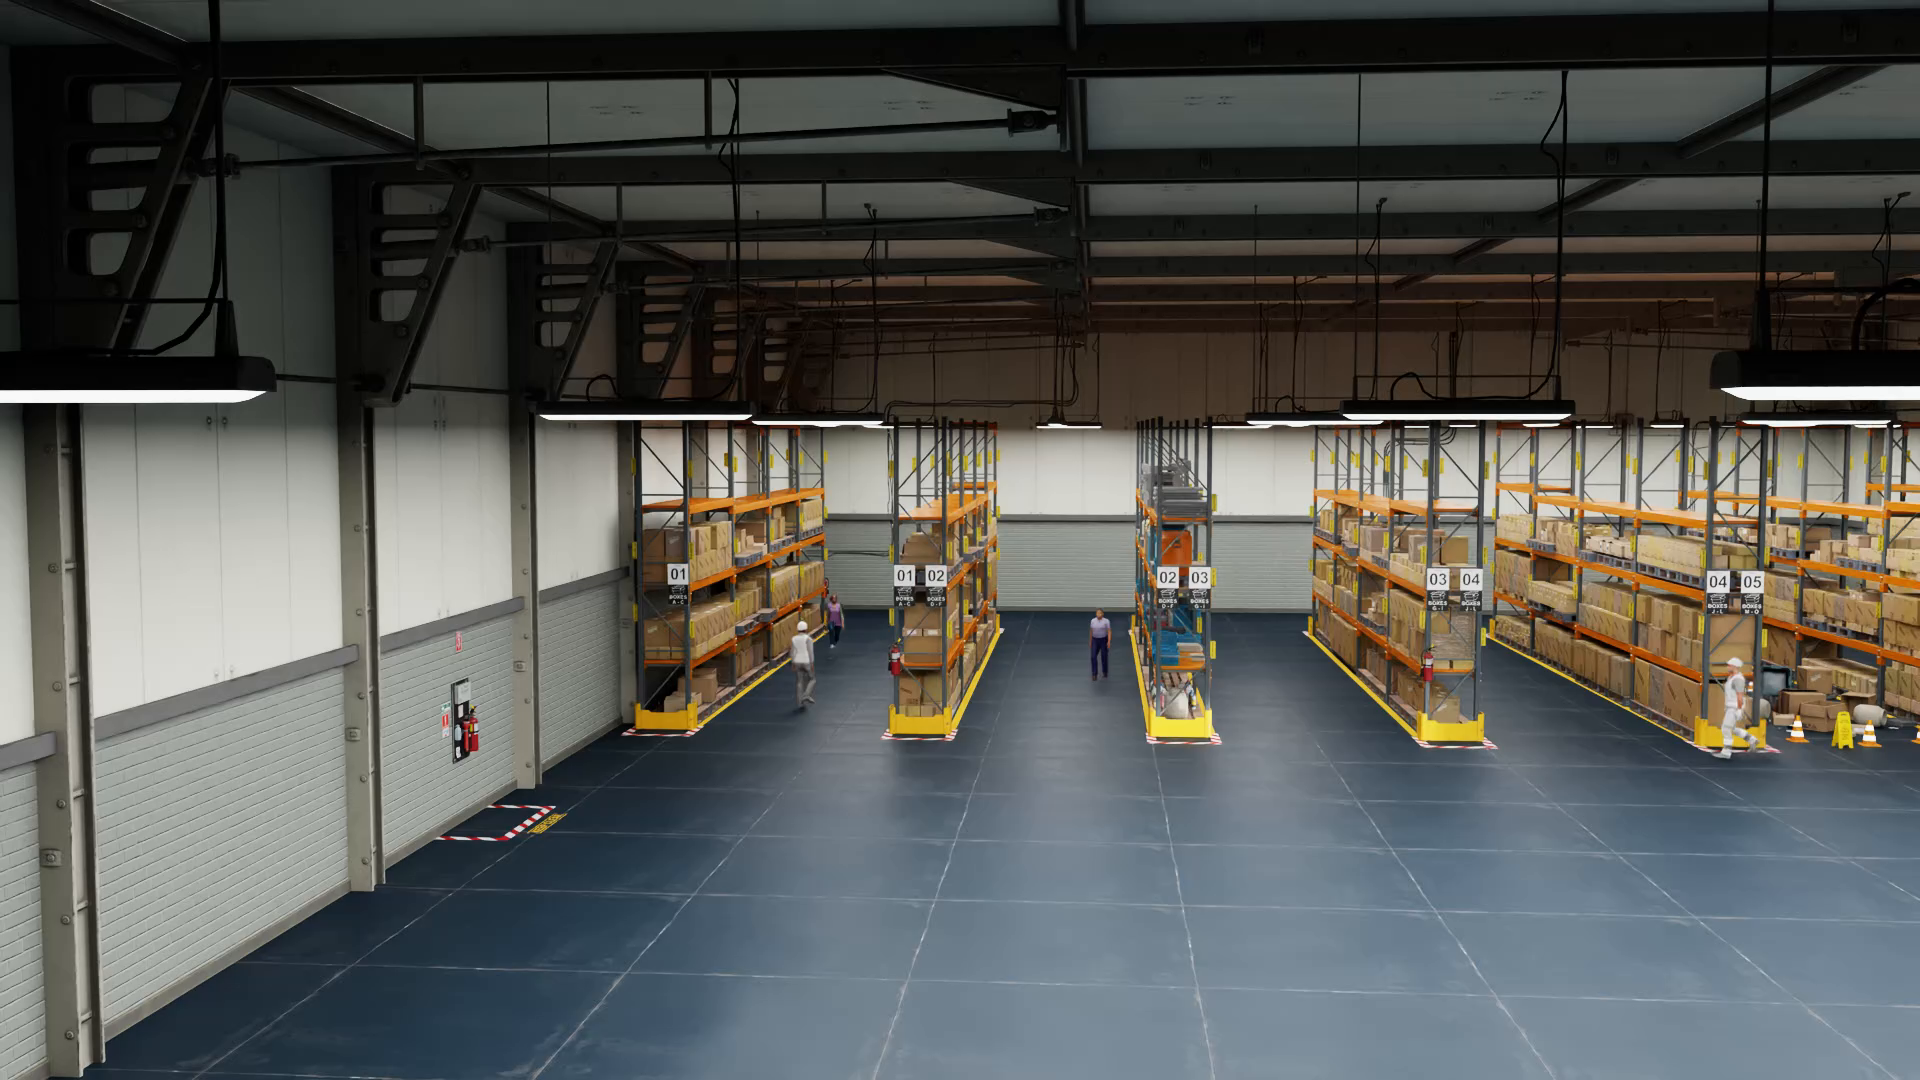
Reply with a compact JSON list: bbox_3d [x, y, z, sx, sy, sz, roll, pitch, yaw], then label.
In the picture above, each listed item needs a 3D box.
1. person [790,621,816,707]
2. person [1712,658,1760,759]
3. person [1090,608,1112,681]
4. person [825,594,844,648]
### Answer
[{"bbox_3d":[-3.271,2.571,34.613,0.570,1.759,0.465,1,4,16],"label":"person"},{"bbox_3d":[13.574,2.933,29.017,0.826,1.771,0.558,1,4,9],"label":"person"},{"bbox_3d":[3.242,2.410,38.473,0.538,1.639,0.646,1,4,19],"label":"person"},{"bbox_3d":[-3.158,2.052,41.933,0.463,1.351,1.008,-1,4,-9],"label":"person"}]
